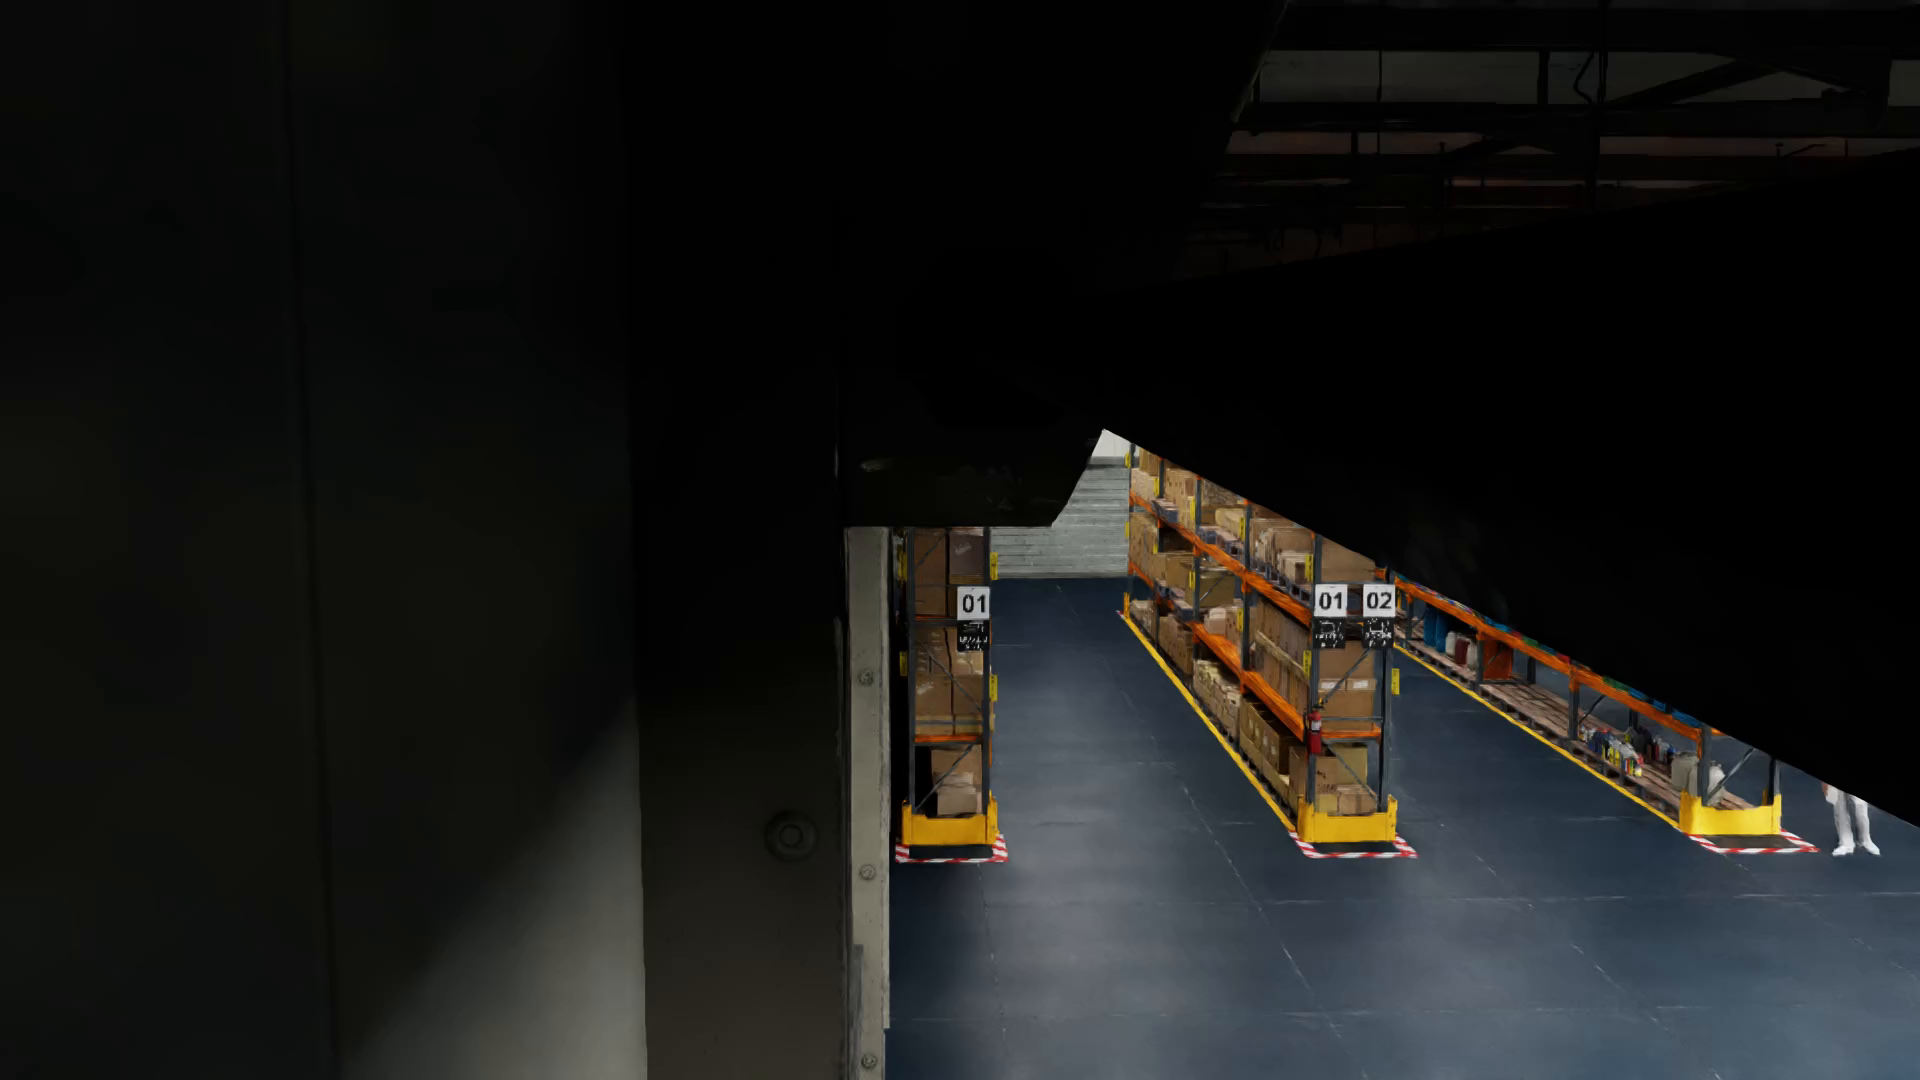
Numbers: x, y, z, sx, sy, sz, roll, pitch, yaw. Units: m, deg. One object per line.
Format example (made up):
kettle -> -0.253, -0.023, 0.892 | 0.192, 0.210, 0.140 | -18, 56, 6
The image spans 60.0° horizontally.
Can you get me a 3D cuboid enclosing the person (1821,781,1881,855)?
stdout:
person -> 10.703, 2.905, 19.952 | 0.704, 1.767, 0.508 | 6, 9, 39
